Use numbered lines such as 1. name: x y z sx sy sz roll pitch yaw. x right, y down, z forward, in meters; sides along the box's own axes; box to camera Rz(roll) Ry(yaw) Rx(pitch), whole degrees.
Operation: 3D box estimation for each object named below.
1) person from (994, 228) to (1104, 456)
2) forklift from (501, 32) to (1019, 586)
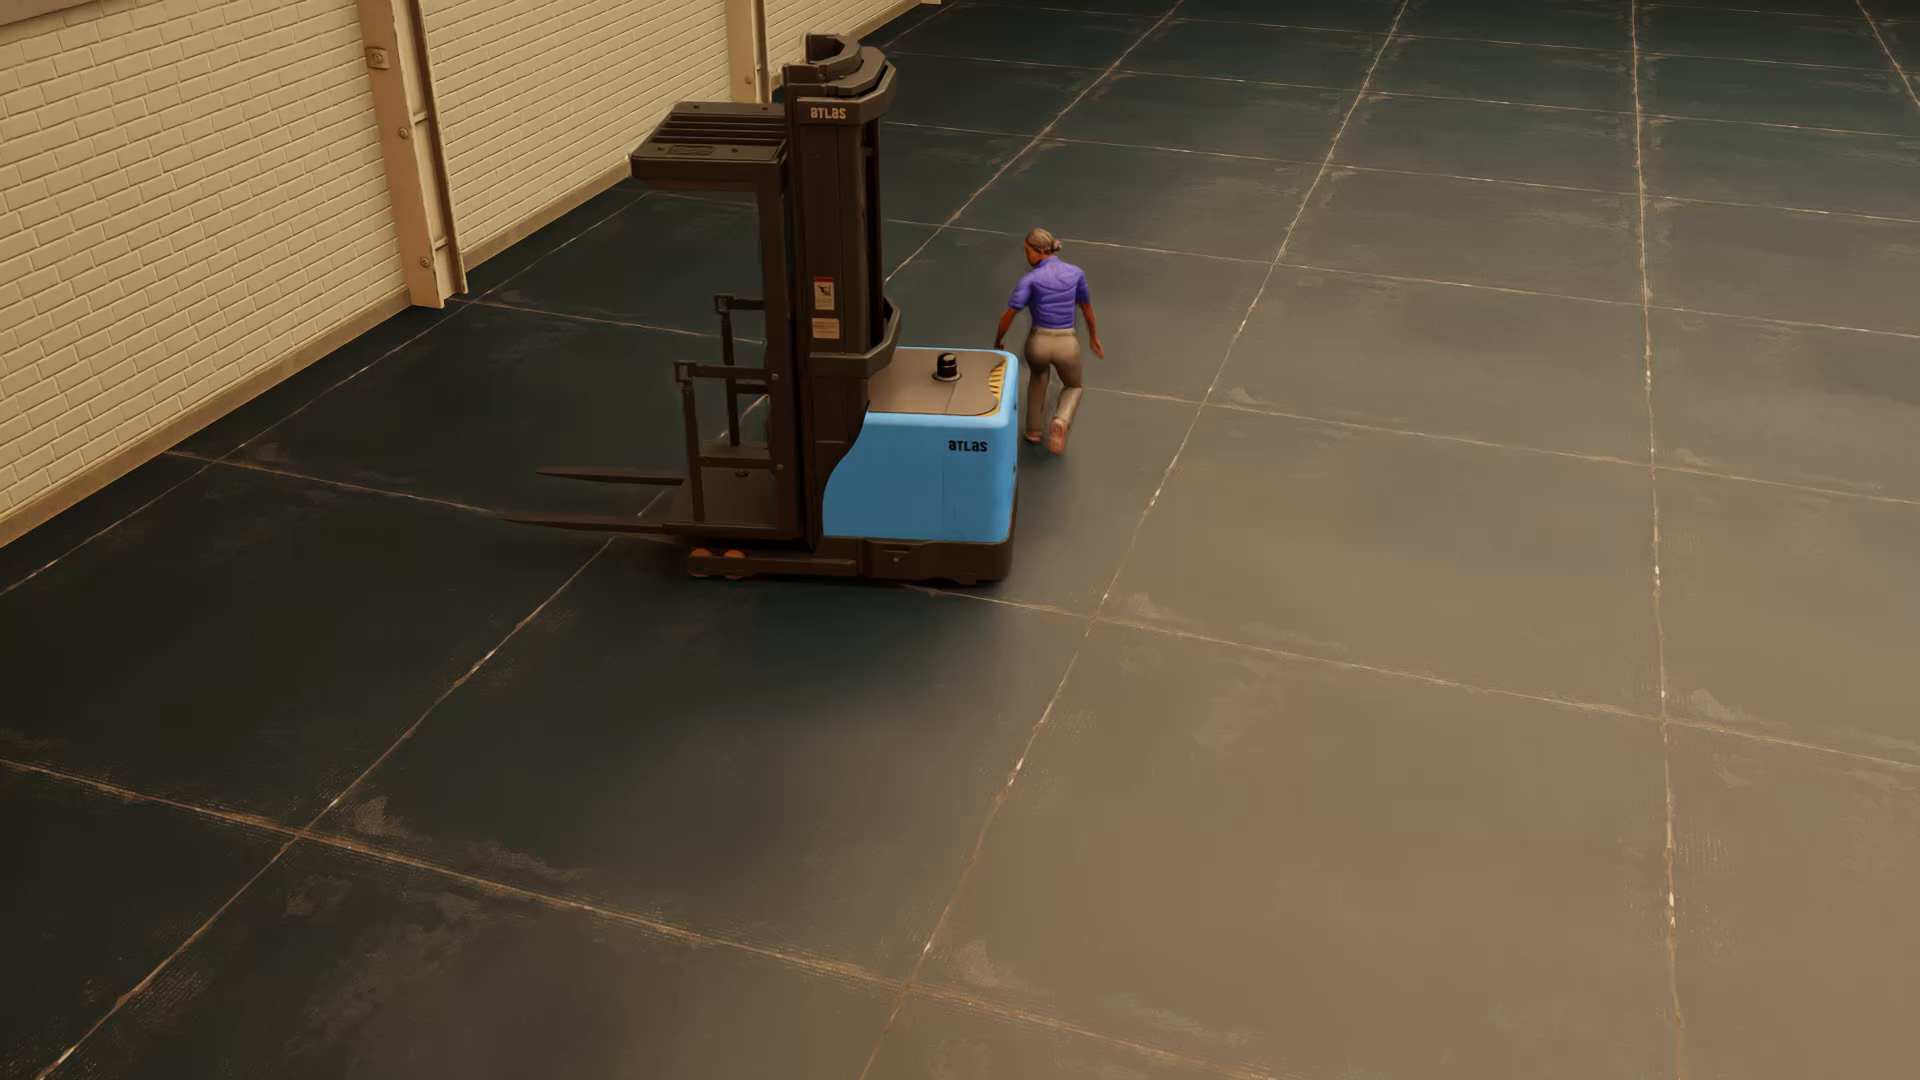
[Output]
1. person: 0.595 -1.294 10.934 0.746 1.452 0.620 0 30 0
2. forklift: -1.186 -1.302 9.420 3.031 2.935 1.130 3 30 5
